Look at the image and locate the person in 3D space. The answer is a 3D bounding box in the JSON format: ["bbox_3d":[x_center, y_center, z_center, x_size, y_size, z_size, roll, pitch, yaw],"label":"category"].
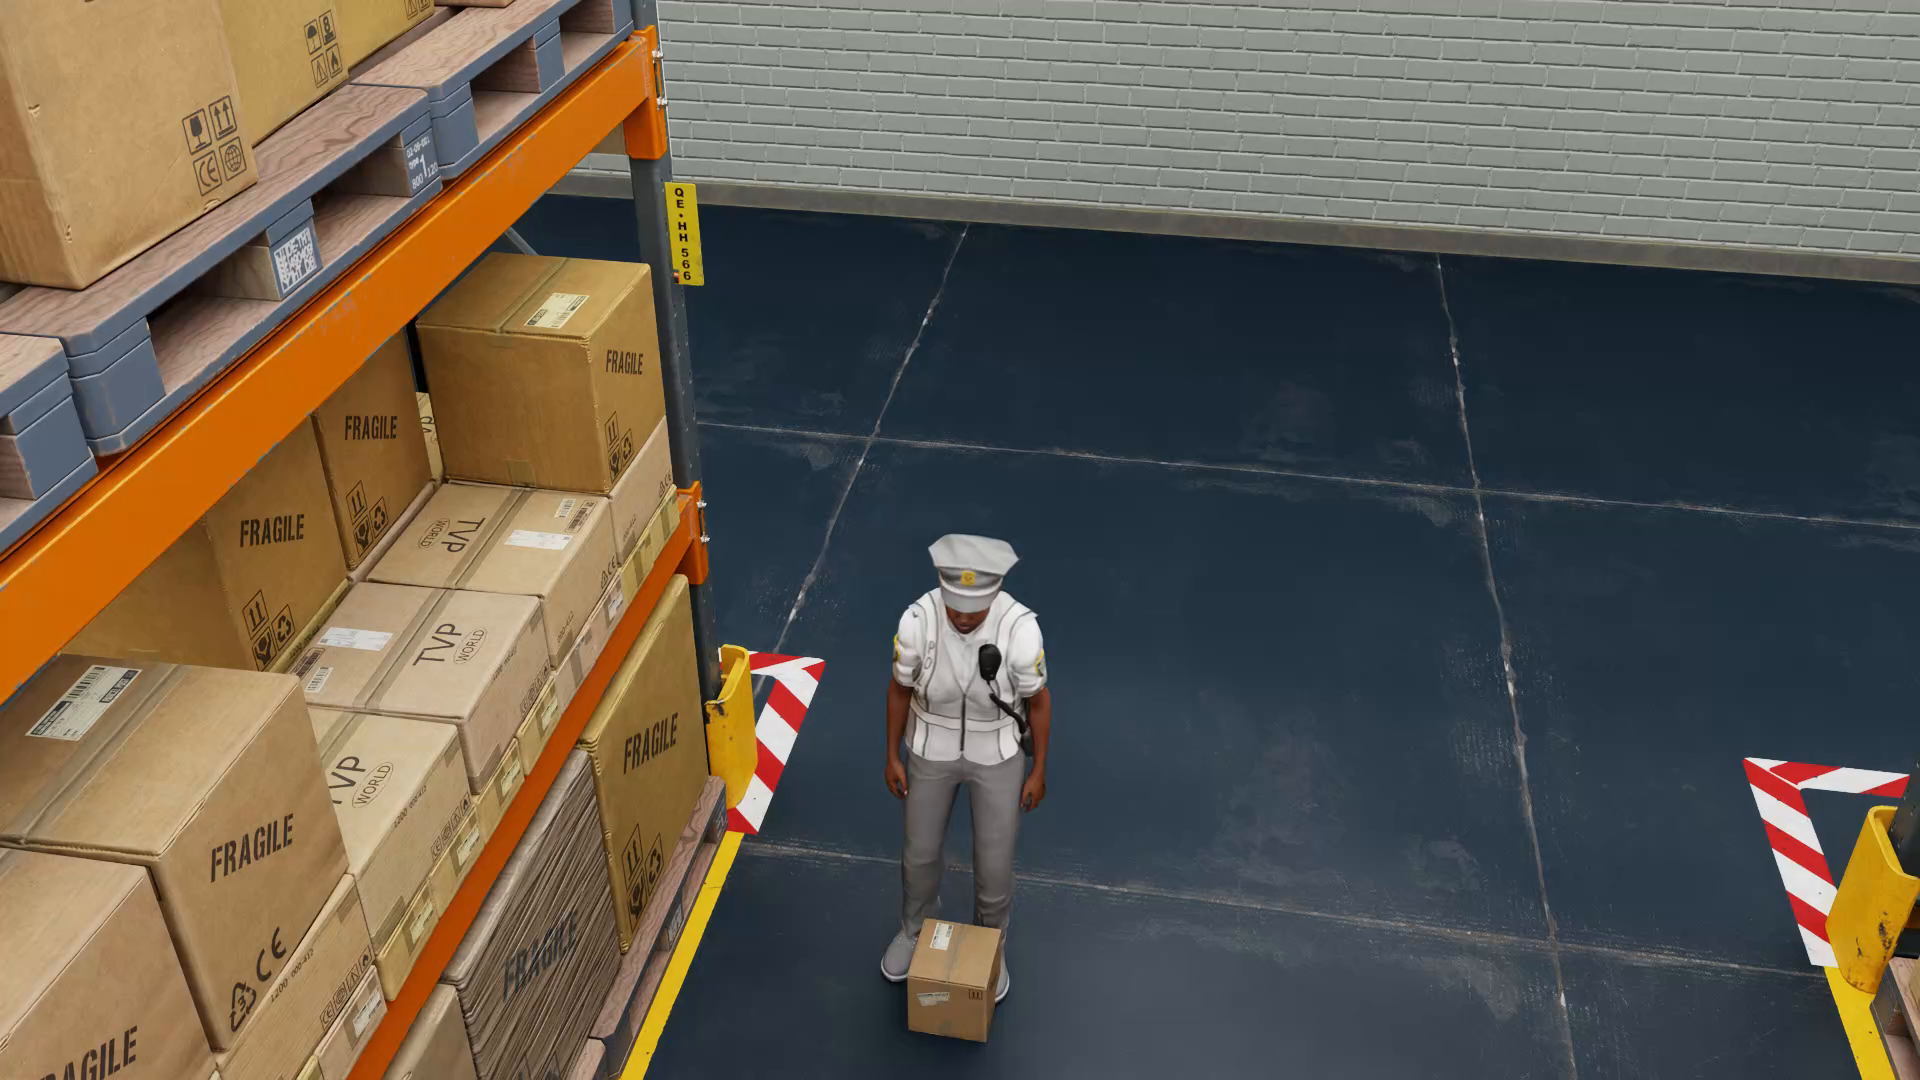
[{"bbox_3d":[0.010,0.682,5.072,0.519,1.658,0.417,5,33,7],"label":"person"}]
